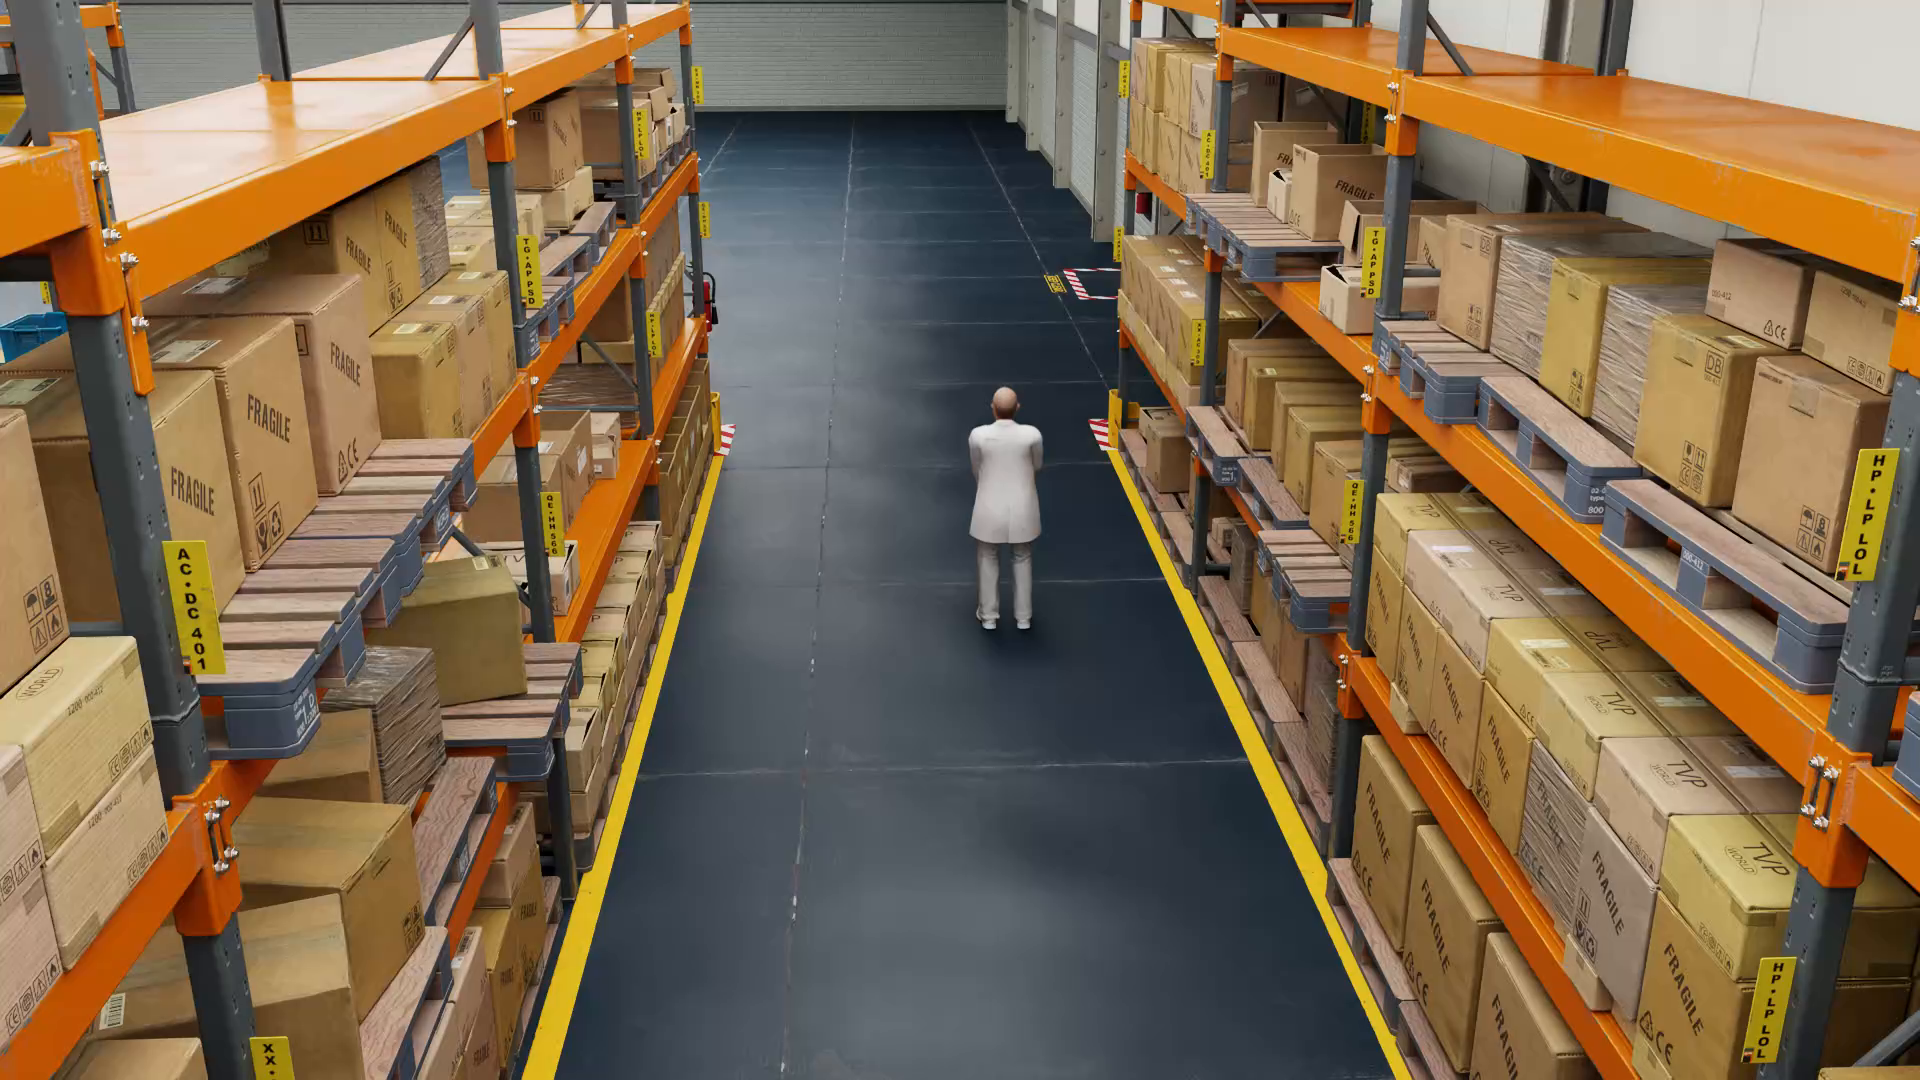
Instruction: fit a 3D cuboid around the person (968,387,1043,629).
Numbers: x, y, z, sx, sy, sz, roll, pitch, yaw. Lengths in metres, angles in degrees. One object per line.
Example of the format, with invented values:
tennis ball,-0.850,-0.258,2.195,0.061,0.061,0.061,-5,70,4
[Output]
person,0.317,-0.264,11.828,0.529,1.772,0.552,-1,20,-2
